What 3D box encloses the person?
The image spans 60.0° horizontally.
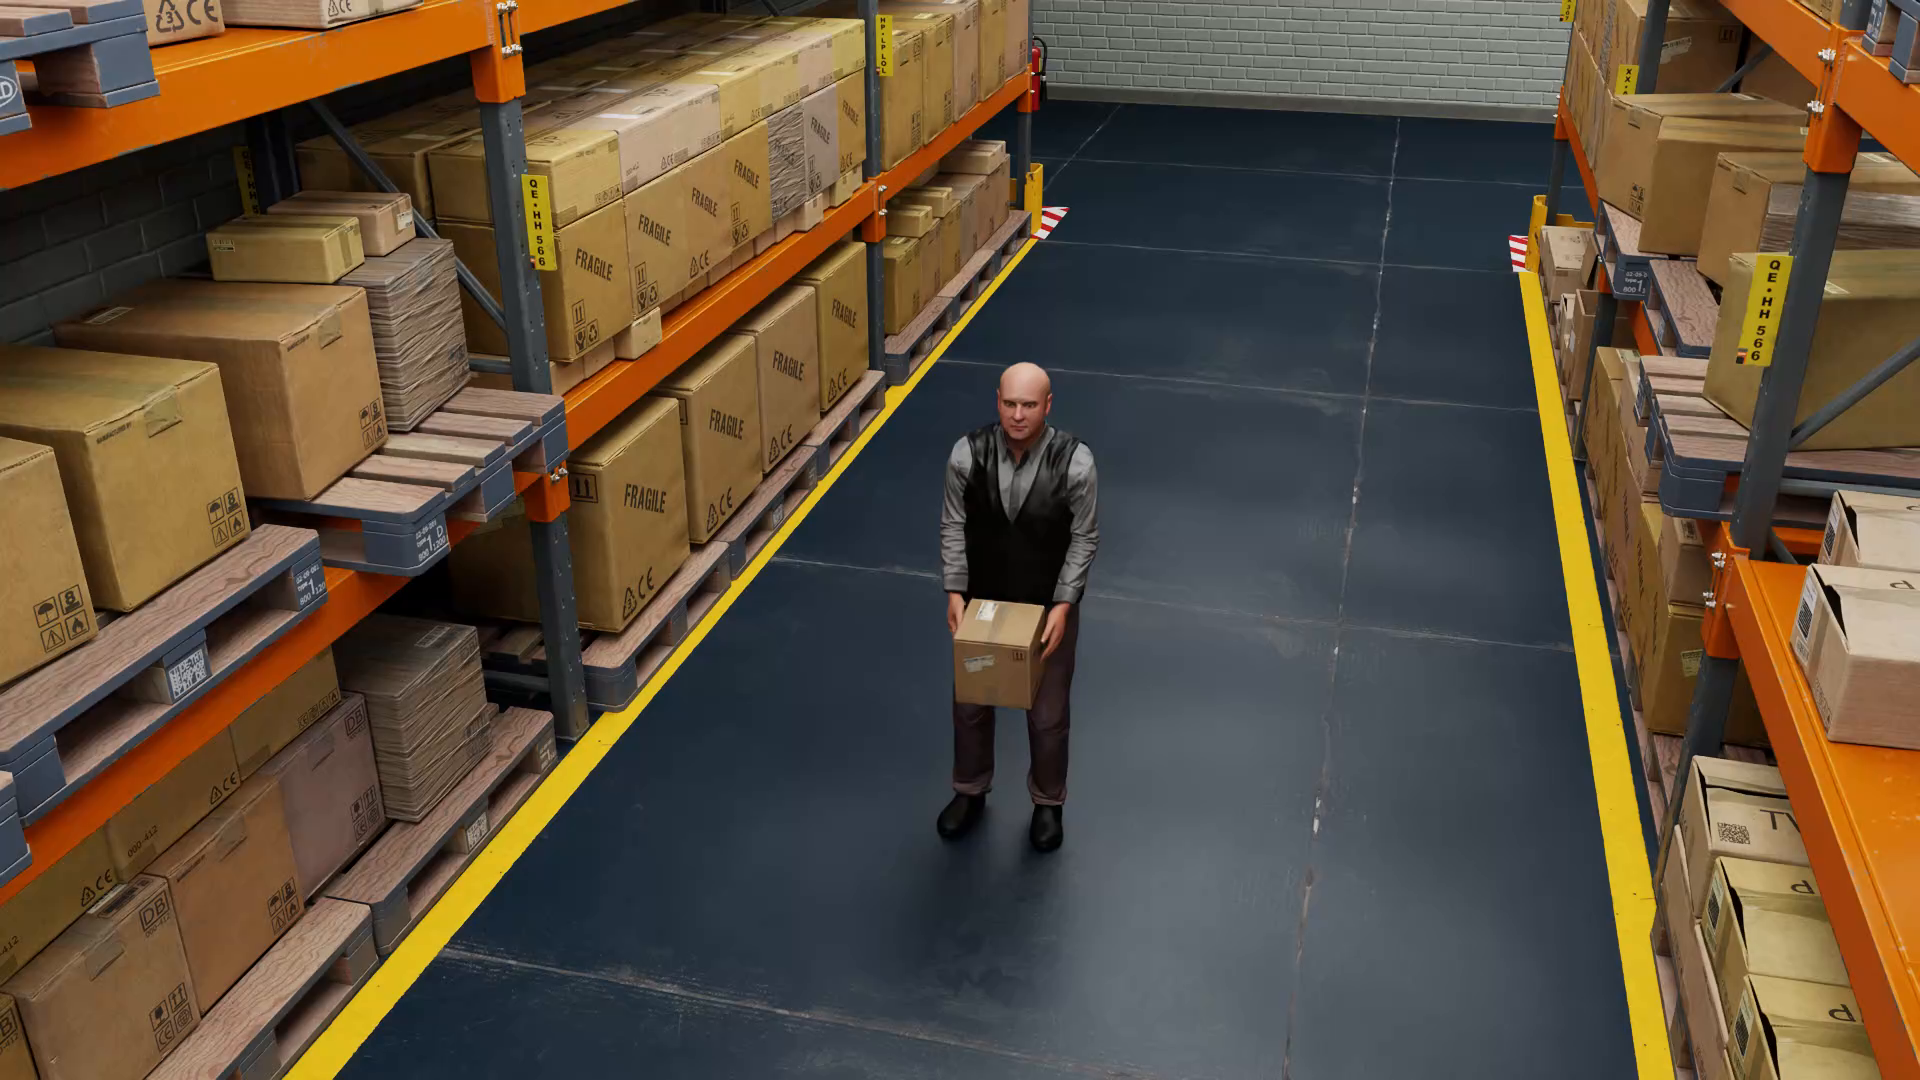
[{"bbox_3d":[0.192,0.234,5.631,0.544,1.728,0.482,6,26,12],"label":"person"}]
